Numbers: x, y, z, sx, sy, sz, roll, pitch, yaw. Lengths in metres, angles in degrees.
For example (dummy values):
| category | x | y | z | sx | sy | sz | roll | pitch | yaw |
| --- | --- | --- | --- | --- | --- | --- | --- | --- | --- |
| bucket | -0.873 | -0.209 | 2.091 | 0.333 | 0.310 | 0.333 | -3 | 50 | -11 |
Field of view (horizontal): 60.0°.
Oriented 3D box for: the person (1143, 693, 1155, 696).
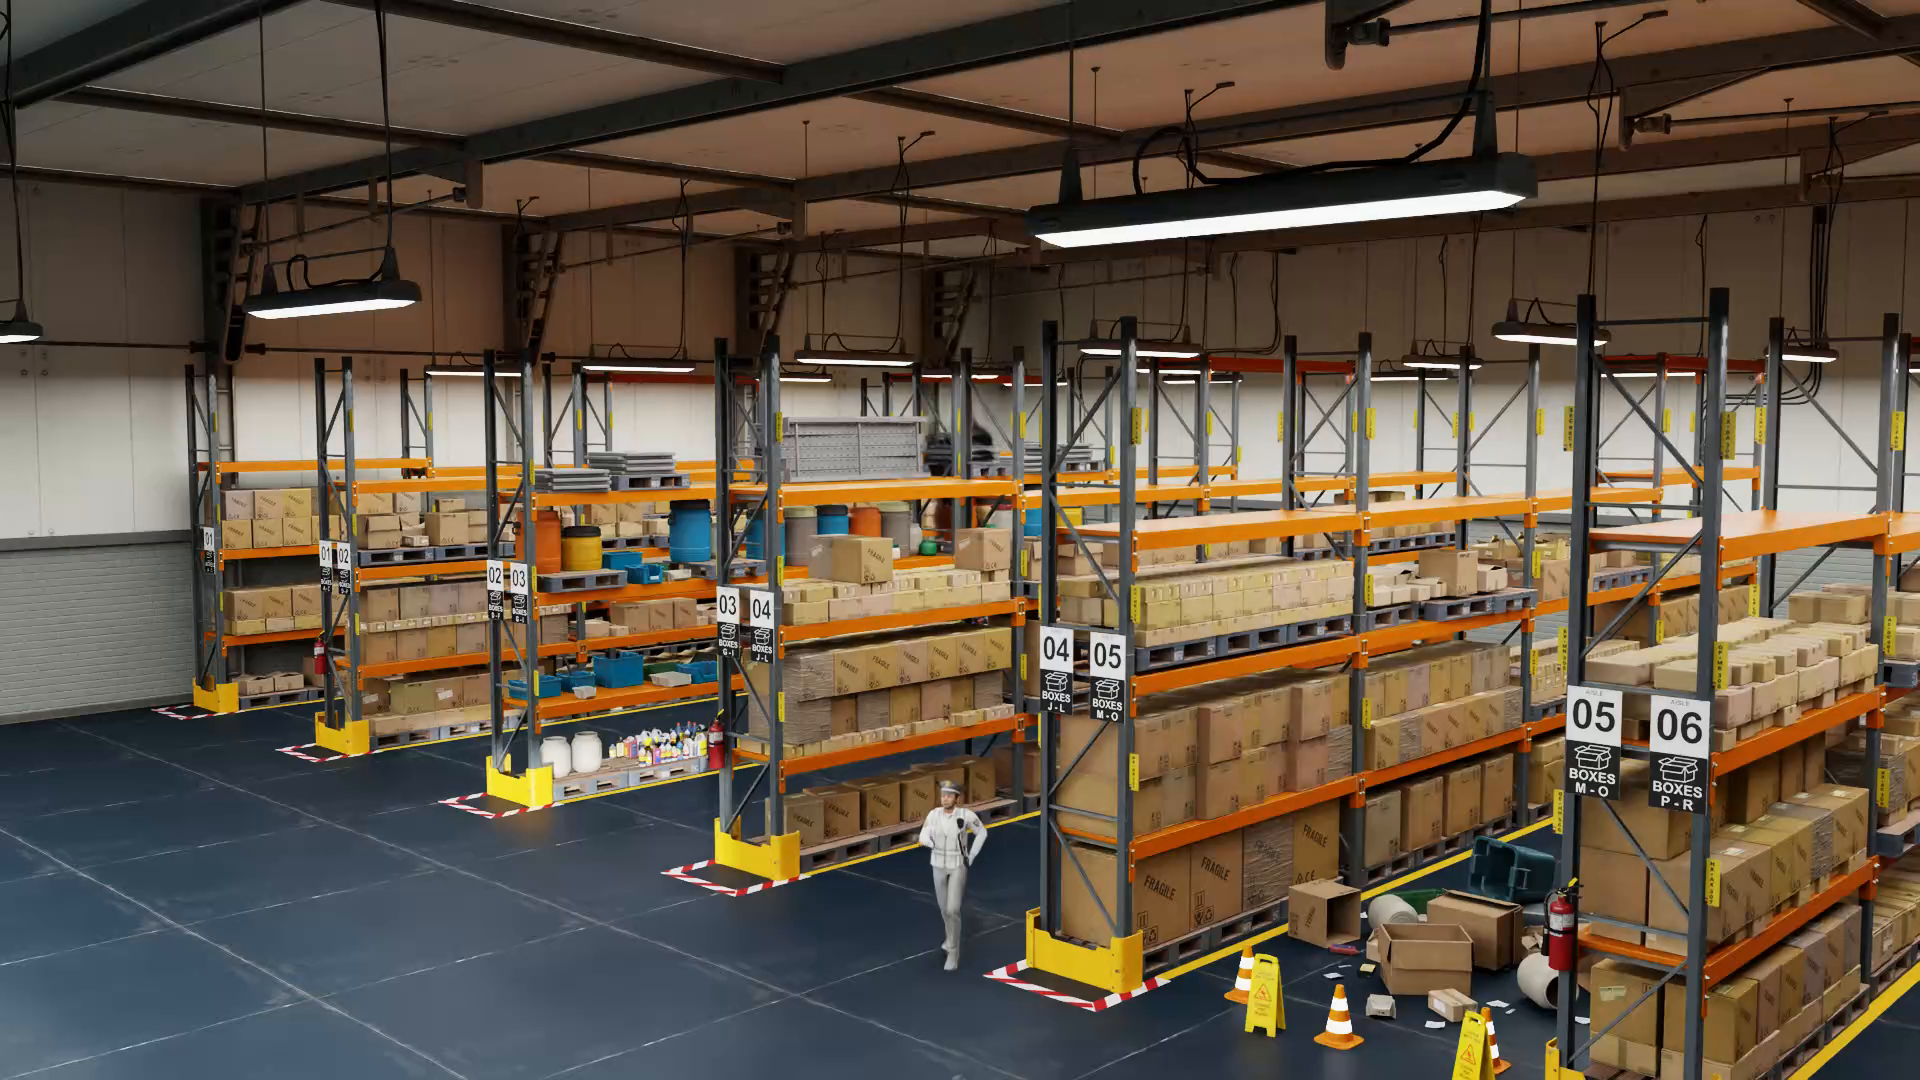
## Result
| category | x | y | z | sx | sy | sz | roll | pitch | yaw |
| --- | --- | --- | --- | --- | --- | --- | --- | --- | --- |
| person | 2.433 | 2.723 | 20.422 | 0.658 | 1.802 | 0.844 | 4 | 6 | 42 |

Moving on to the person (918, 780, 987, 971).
| category | x | y | z | sx | sy | sz | roll | pitch | yaw |
| --- | --- | --- | --- | --- | --- | --- | --- | --- | --- |
| person | -0.093 | 3.122 | 15.680 | 0.609 | 1.765 | 0.671 | 2 | 5 | 22 |

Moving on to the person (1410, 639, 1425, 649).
| category | x | y | z | sx | sy | sz | roll | pitch | yaw |
| --- | --- | --- | --- | --- | --- | --- | --- | --- | --- |
| person | 7.107 | 2.336 | 25.959 | 0.580 | 1.707 | 0.893 | 4 | 6 | 42 |
